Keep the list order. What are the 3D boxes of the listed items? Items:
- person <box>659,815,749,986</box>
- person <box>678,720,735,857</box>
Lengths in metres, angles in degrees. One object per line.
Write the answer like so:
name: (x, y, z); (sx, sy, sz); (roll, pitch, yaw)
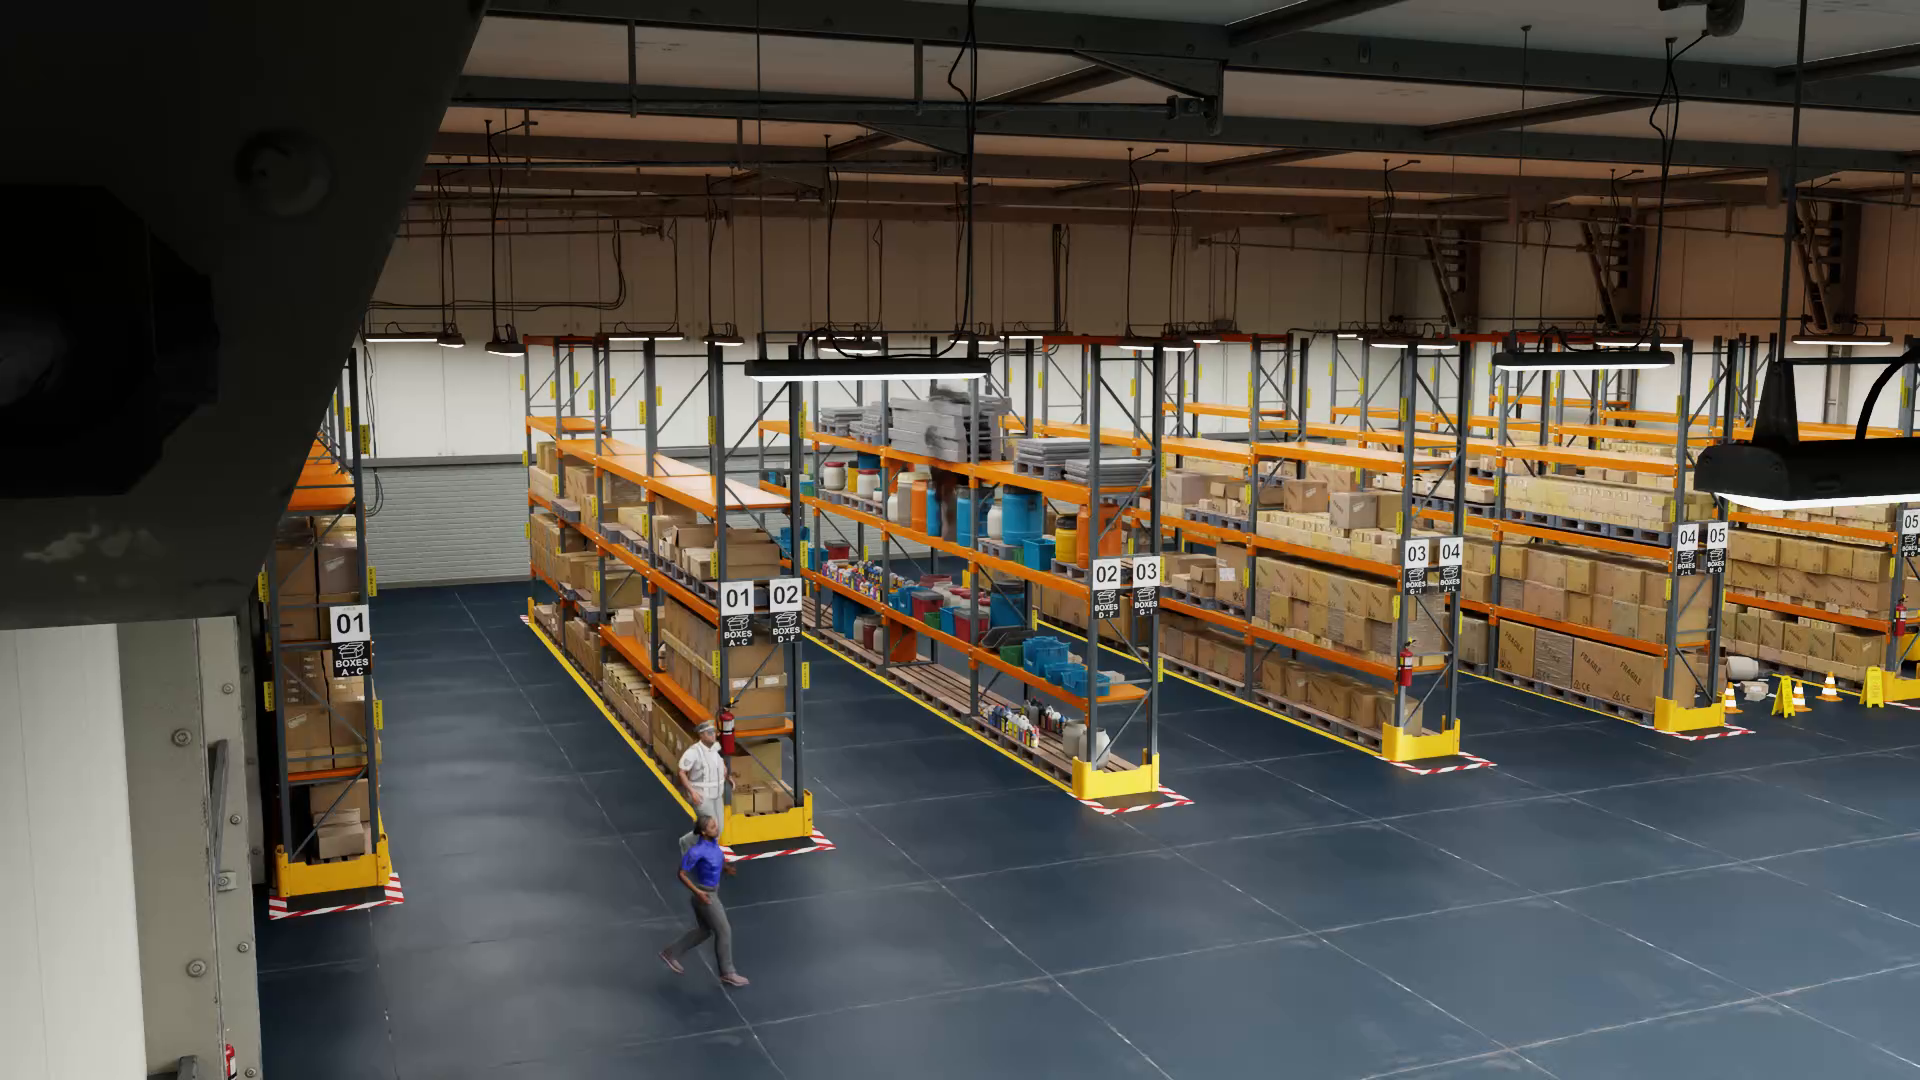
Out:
person: (-2.444, 3.428, 15.859); (0.843, 1.659, 0.569); (0, 8, 2)
person: (-2.931, 2.925, 19.239); (0.598, 1.754, 0.678); (4, 9, 30)
